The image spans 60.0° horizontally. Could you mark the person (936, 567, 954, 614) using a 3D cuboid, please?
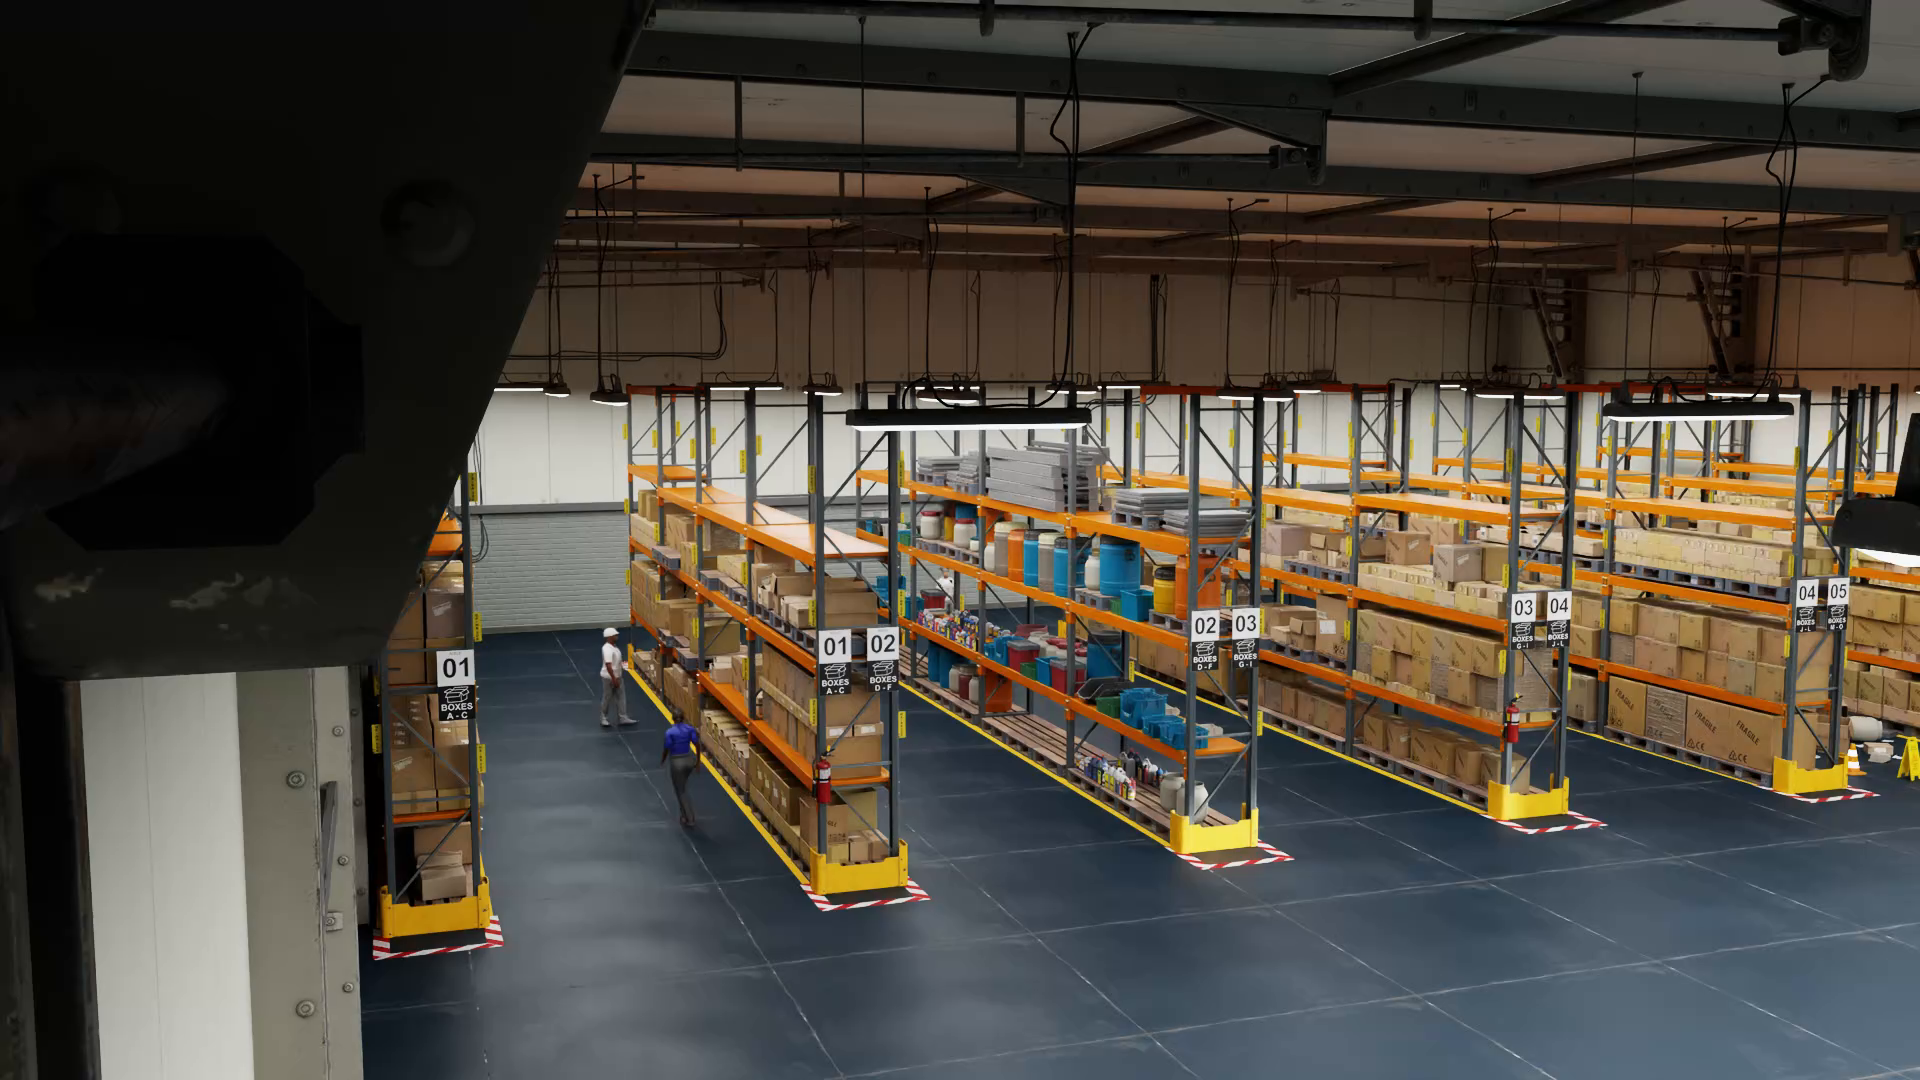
[{"bbox_3d":[-0.315,1.452,39.138,0.511,1.698,0.430,-5,7,-38],"label":"person"}]

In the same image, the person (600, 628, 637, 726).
[{"bbox_3d":[-6.139,2.427,29.465,0.613,1.761,0.584,2,6,19],"label":"person"}]

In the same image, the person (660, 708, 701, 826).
[{"bbox_3d":[-3.918,3.175,23.137,0.619,1.702,0.474,4,7,37],"label":"person"}]
